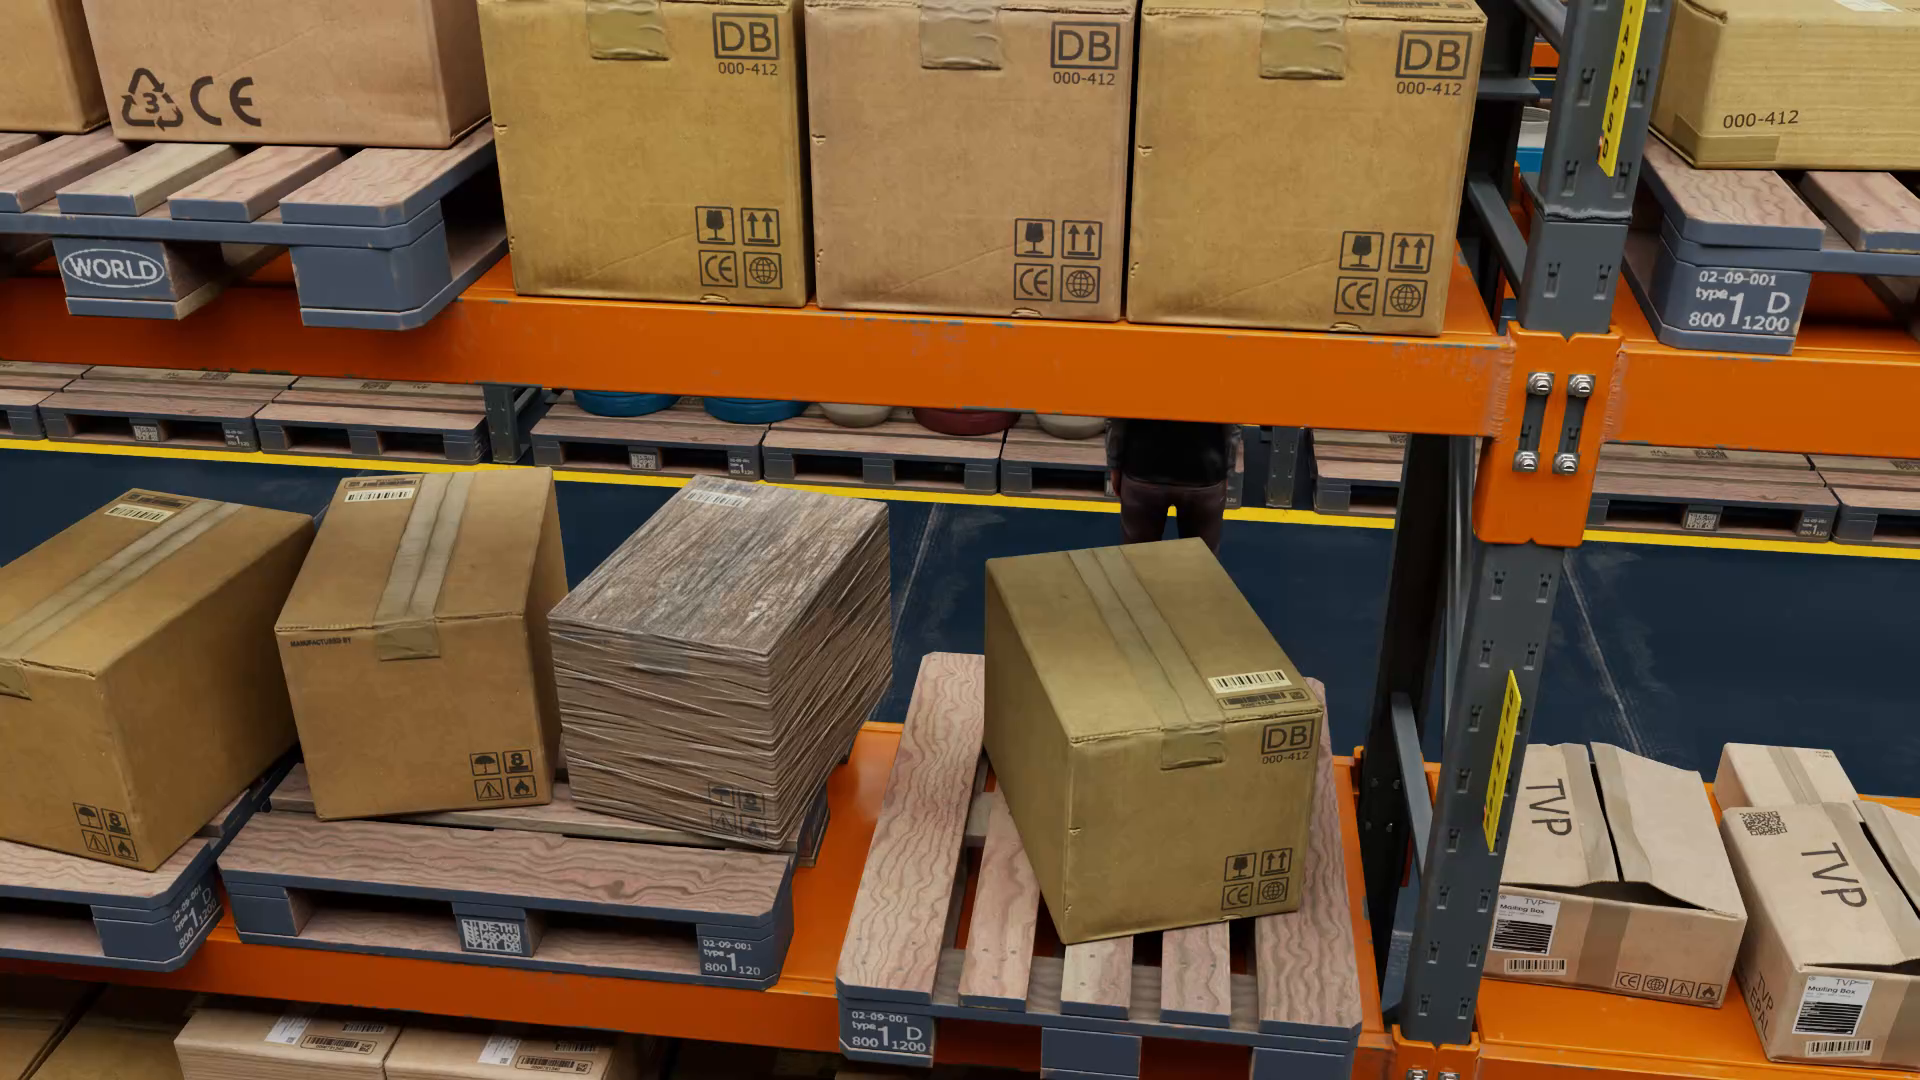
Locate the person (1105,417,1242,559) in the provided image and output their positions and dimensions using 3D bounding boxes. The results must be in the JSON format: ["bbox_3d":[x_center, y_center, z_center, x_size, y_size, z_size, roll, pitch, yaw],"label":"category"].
[{"bbox_3d":[0.832,-0.244,6.614,0.533,1.715,0.360,4,28,7],"label":"person"}]
